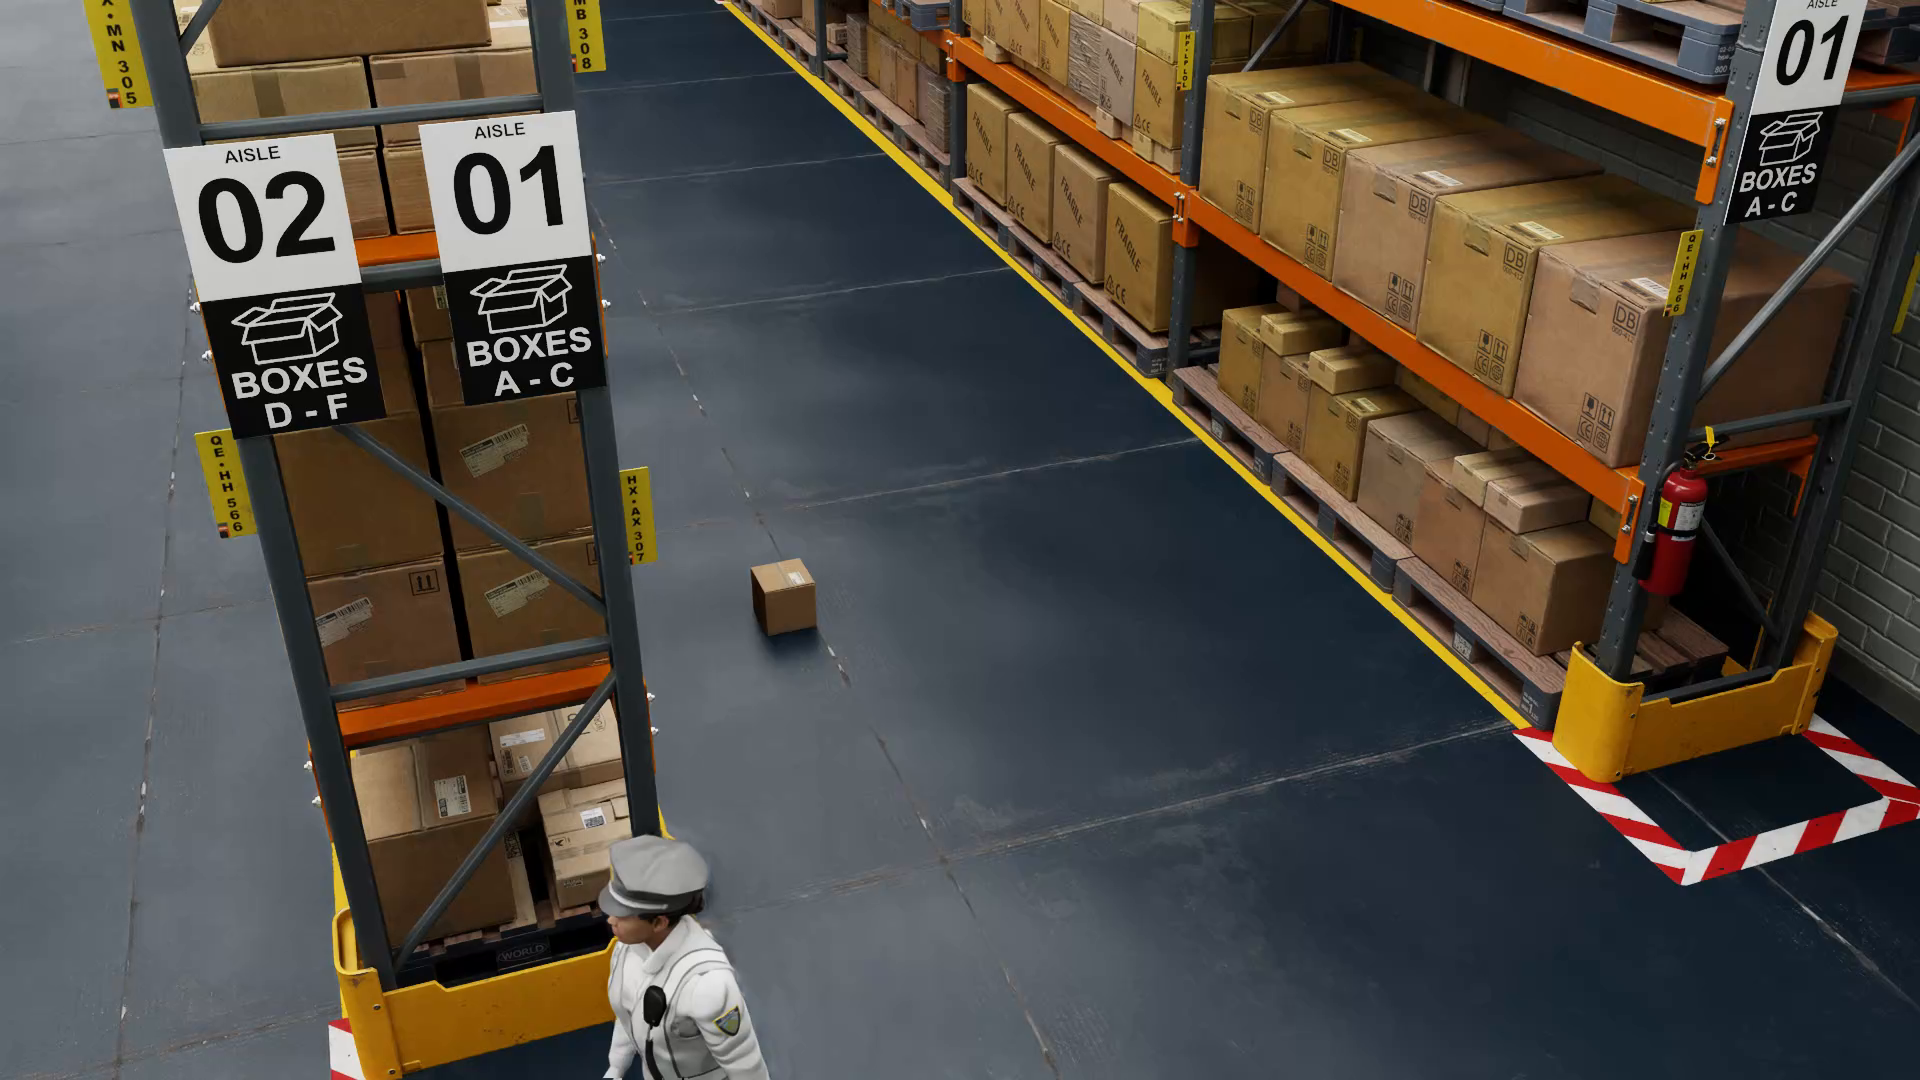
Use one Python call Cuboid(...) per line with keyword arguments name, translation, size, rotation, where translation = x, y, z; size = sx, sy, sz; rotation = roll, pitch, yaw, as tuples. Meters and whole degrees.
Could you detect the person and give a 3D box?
Cuboid(name="person", translation=(-0.751, 1.505, 4.516), size=(0.709, 1.707, 0.508), rotation=(-17, 34, -27))
